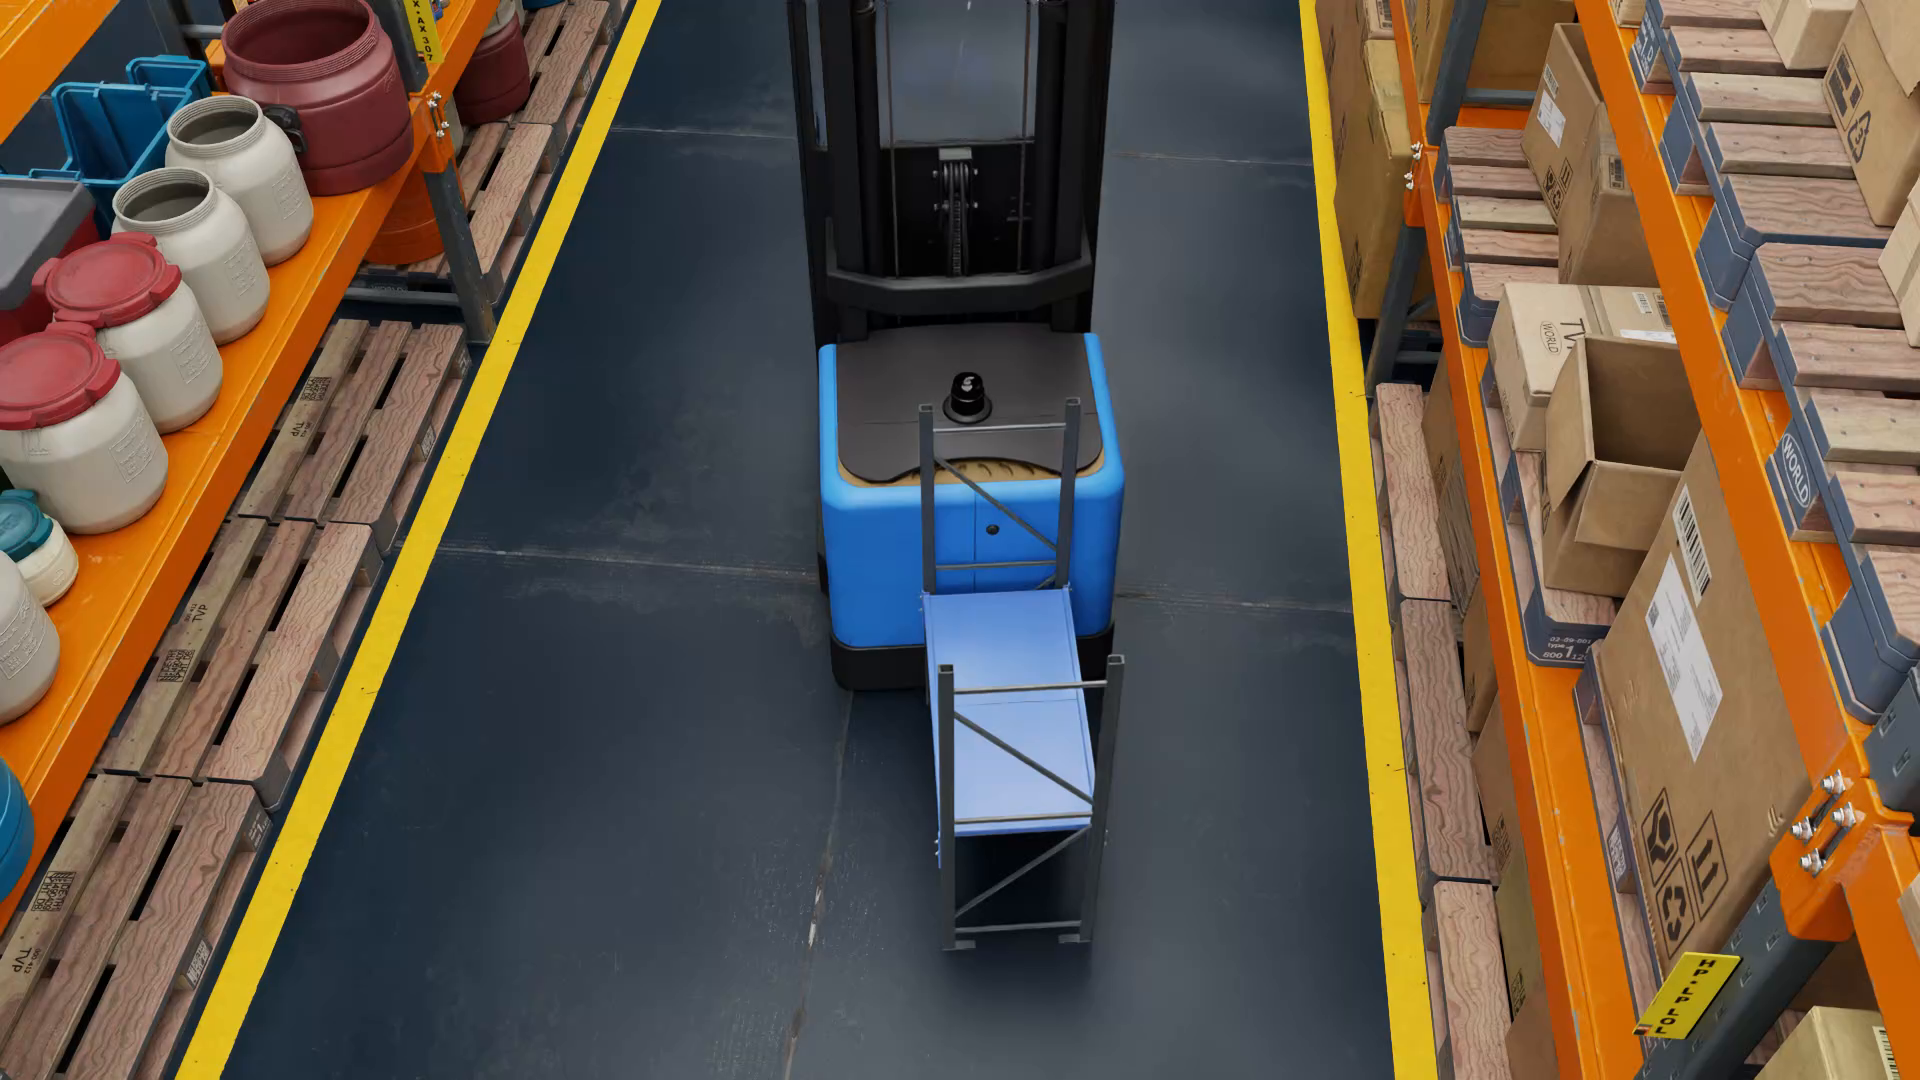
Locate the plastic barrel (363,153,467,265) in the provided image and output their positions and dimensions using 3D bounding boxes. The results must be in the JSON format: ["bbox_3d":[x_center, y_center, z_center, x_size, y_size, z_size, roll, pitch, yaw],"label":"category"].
[{"bbox_3d":[-2.610,-1.747,7.527,0.600,0.830,0.708,4,48,4],"label":"plastic barrel"}]

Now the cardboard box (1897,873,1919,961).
[{"bbox_3d":[1.635,0.647,2.220,0.500,0.250,0.500,2,48,2],"label":"cardboard box"}]

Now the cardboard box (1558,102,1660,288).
[{"bbox_3d":[2.335,-1.003,5.308,0.700,0.500,0.500,10,48,9],"label":"cardboard box"}]

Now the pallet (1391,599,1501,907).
[{"bbox_3d":[2.109,0.765,5.933,1.003,0.211,1.213,4,48,4],"label":"pallet"}]

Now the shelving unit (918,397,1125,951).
[{"bbox_3d":[0.157,0.463,5.336,0.538,1.500,1.048,-3,48,-3],"label":"shelving unit"}]

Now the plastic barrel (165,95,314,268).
[{"bbox_3d":[-2.518,-1.245,5.806,0.421,0.512,0.421,0,48,0],"label":"plastic barrel"}]

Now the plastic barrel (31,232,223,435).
[{"bbox_3d":[-2.590,-0.629,5.227,0.433,0.535,0.433,0,48,0],"label":"plastic barrel"}]

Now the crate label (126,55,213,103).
[{"bbox_3d":[-3.049,-1.636,6.353,0.303,0.233,0.416,4,48,4],"label":"crate label"}]

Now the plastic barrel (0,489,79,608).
[{"bbox_3d":[-2.728,0.046,4.794,0.301,0.262,0.301,0,48,0],"label":"plastic barrel"}]

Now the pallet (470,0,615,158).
[{"bbox_3d":[-2.493,-2.512,8.931,1.003,0.211,1.213,4,48,4],"label":"pallet"}]

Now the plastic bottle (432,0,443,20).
[{"bbox_3d":[-2.238,-2.314,6.946,0.097,0.271,0.097,0,48,0],"label":"plastic bottle"}]

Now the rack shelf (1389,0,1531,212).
[{"bbox_3d":[2.477,-2.871,7.857,1.077,0.370,4.000,4,48,4],"label":"rack shelf"}]

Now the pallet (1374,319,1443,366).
[{"bbox_3d":[2.442,-1.277,7.801,1.003,0.211,1.213,4,48,4],"label":"pallet"}]

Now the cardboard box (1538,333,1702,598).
[{"bbox_3d":[1.997,-0.162,4.536,0.797,0.503,0.637,8,48,8],"label":"cardboard box"}]

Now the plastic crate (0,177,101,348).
[{"bbox_3d":[-3.089,-0.832,5.461,0.402,0.464,0.583,4,48,4],"label":"plastic crate"}]

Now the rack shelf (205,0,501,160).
[{"bbox_3d":[-2.455,-3.204,8.161,1.077,0.370,4.000,4,48,4],"label":"rack shelf"}]

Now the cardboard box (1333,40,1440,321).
[{"bbox_3d":[2.379,-1.575,7.339,1.225,0.875,0.875,2,48,2],"label":"cardboard box"}]

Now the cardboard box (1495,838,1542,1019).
[{"bbox_3d":[2.070,1.191,5.049,0.700,0.500,0.500,4,48,3],"label":"cardboard box"}]

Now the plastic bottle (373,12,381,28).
[{"bbox_3d":[-2.427,-2.242,6.878,0.152,0.276,0.135,4,48,4],"label":"plastic bottle"}]

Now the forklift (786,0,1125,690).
[{"bbox_3d":[-0.047,-1.519,6.179,1.130,2.935,3.031,-3,48,-3],"label":"forklift"}]

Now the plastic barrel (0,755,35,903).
[{"bbox_3d":[-2.665,0.529,3.919,0.600,0.901,0.708,4,48,4],"label":"plastic barrel"}]

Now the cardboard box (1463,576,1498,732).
[{"bbox_3d":[2.171,0.370,5.800,0.700,0.500,0.500,7,48,7],"label":"cardboard box"}]

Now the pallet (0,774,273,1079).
[{"bbox_3d":[-2.969,1.323,5.422,1.003,0.211,1.213,4,48,4],"label":"pallet"}]

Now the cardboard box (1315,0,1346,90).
[{"bbox_3d":[2.541,-2.880,8.532,1.225,0.875,0.875,2,48,2],"label":"cardboard box"}]

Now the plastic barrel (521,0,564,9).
[{"bbox_3d":[-2.404,-3.431,9.019,0.600,0.901,0.708,4,48,4],"label":"plastic barrel"}]

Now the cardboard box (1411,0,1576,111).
[{"bbox_3d":[2.093,-2.057,6.557,0.500,0.500,0.500,5,48,5],"label":"cardboard box"}]

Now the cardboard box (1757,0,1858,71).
[{"bbox_3d":[2.002,-1.165,3.649,0.380,0.166,0.250,3,48,2],"label":"cardboard box"}]

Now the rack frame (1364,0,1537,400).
[{"bbox_3d":[2.295,-1.644,6.247,1.000,3.000,0.127,4,48,4],"label":"rack frame"}]

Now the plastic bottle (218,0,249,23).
[{"bbox_3d":[-3.025,-2.264,6.893,0.061,0.283,0.133,4,48,4],"label":"plastic bottle"}]

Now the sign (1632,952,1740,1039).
[{"bbox_3d":[1.378,0.870,3.163,0.100,0.325,0.005,4,48,4],"label":"sign"}]

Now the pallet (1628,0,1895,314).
[{"bbox_3d":[2.184,-0.863,3.627,1.213,0.211,1.003,4,48,4],"label":"pallet"}]

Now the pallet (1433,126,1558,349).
[{"bbox_3d":[2.336,-1.049,5.832,1.213,0.211,1.003,4,48,4],"label":"pallet"}]

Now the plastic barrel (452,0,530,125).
[{"bbox_3d":[-2.507,-2.496,8.375,0.600,0.588,0.708,4,48,4],"label":"plastic barrel"}]

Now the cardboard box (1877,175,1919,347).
[{"bbox_3d":[1.917,-0.511,2.984,0.396,0.266,0.258,5,48,5],"label":"cardboard box"}]

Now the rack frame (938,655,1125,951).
[{"bbox_3d":[0.190,0.837,4.994,0.500,1.500,0.032,-3,48,-3],"label":"rack frame"}]

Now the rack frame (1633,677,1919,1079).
[{"bbox_3d":[1.931,1.295,3.559,1.000,3.000,0.127,4,48,4],"label":"rack frame"}]

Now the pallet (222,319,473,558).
[{"bbox_3d":[-2.746,-0.470,7.062,1.003,0.211,1.213,4,48,4],"label":"pallet"}]

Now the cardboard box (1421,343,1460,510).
[{"bbox_3d":[2.254,-0.455,6.556,0.700,0.500,0.500,2,48,1],"label":"cardboard box"}]

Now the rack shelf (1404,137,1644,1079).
[{"bbox_3d":[2.113,0.068,5.168,1.077,0.370,4.000,4,48,4],"label":"rack shelf"}]

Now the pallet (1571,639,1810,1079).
[{"bbox_3d":[2.145,0.808,4.134,1.003,0.211,1.213,4,48,4],"label":"pallet"}]
